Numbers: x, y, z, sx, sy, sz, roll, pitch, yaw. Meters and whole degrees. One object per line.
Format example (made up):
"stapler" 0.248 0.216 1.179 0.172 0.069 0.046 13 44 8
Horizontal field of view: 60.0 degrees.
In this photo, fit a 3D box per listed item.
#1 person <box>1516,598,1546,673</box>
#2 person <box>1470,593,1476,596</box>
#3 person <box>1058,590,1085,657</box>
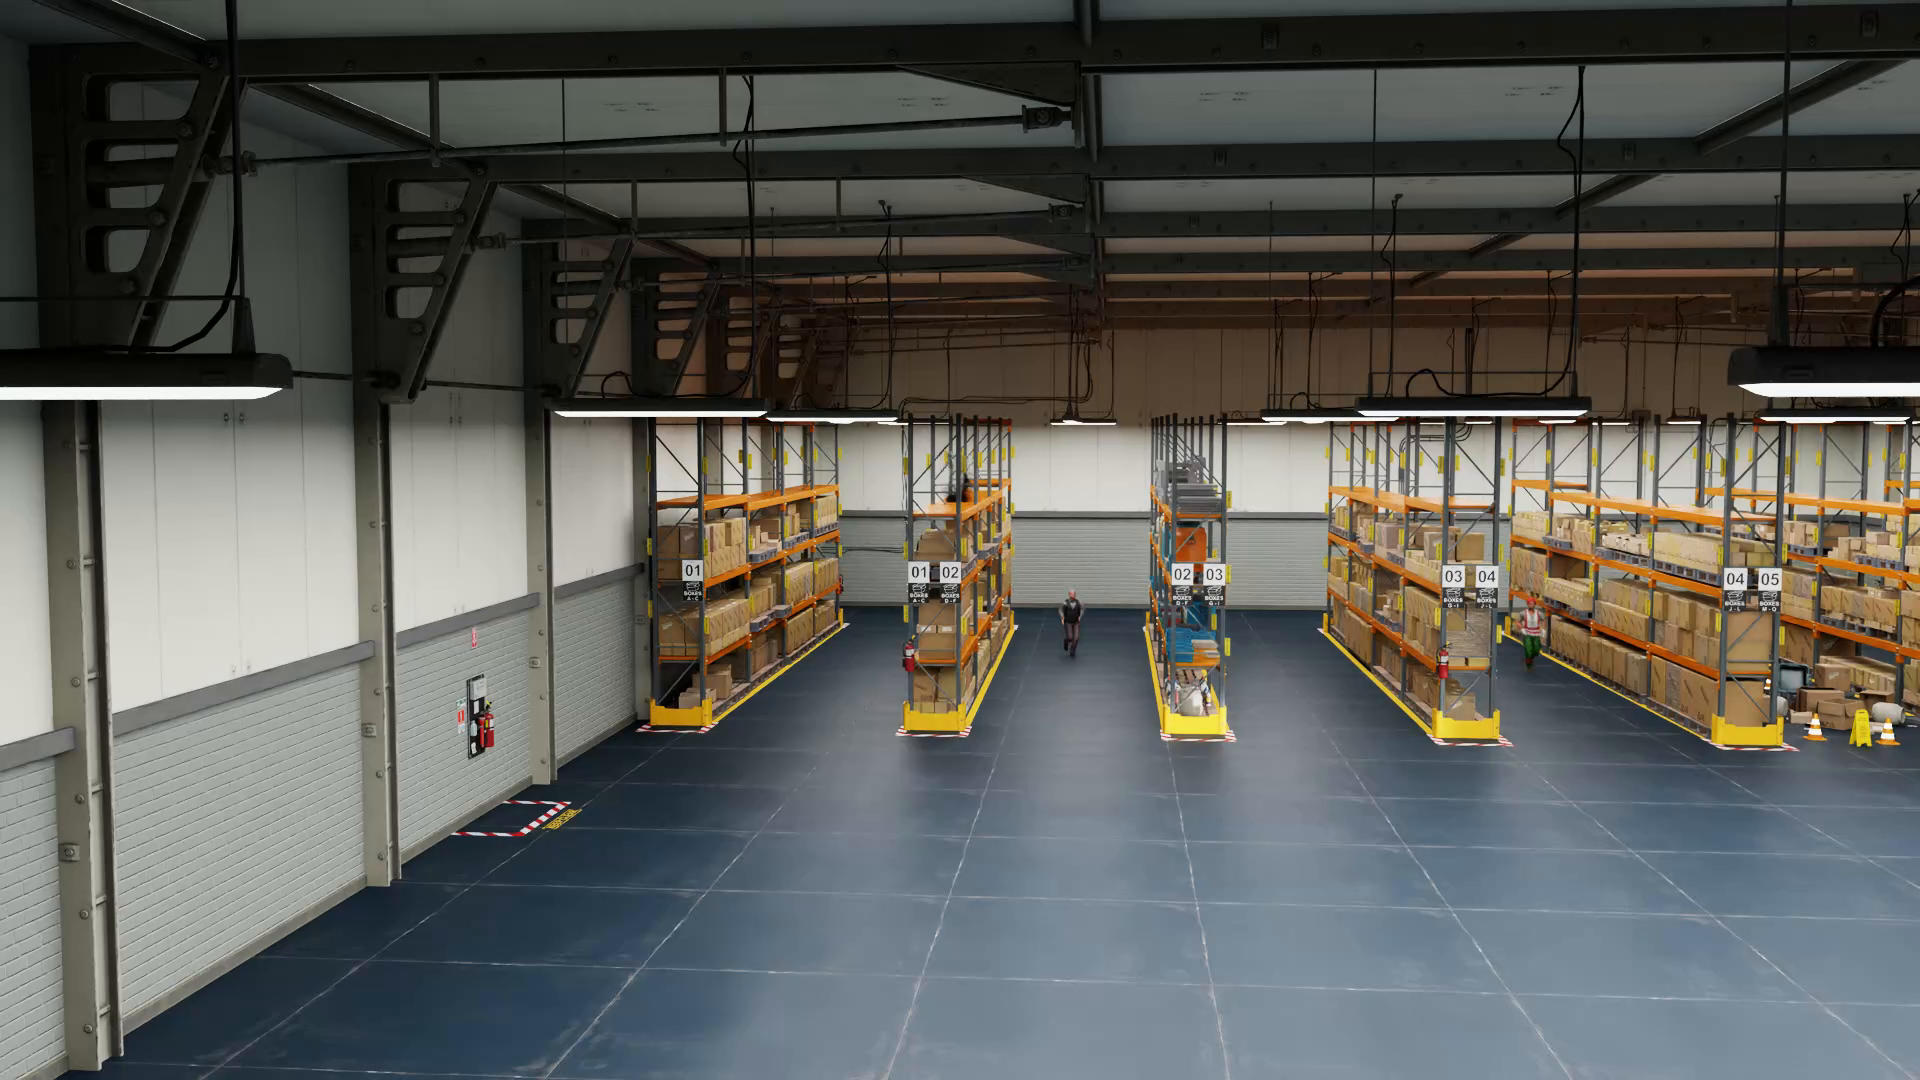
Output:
"person" 13.404 2.230 39.024 0.692 1.742 0.622 0 4 7
"person" 13.851 1.832 45.062 0.694 1.724 0.571 0 4 7
"person" 2.808 2.086 41.683 0.654 1.669 0.582 -1 4 -9
